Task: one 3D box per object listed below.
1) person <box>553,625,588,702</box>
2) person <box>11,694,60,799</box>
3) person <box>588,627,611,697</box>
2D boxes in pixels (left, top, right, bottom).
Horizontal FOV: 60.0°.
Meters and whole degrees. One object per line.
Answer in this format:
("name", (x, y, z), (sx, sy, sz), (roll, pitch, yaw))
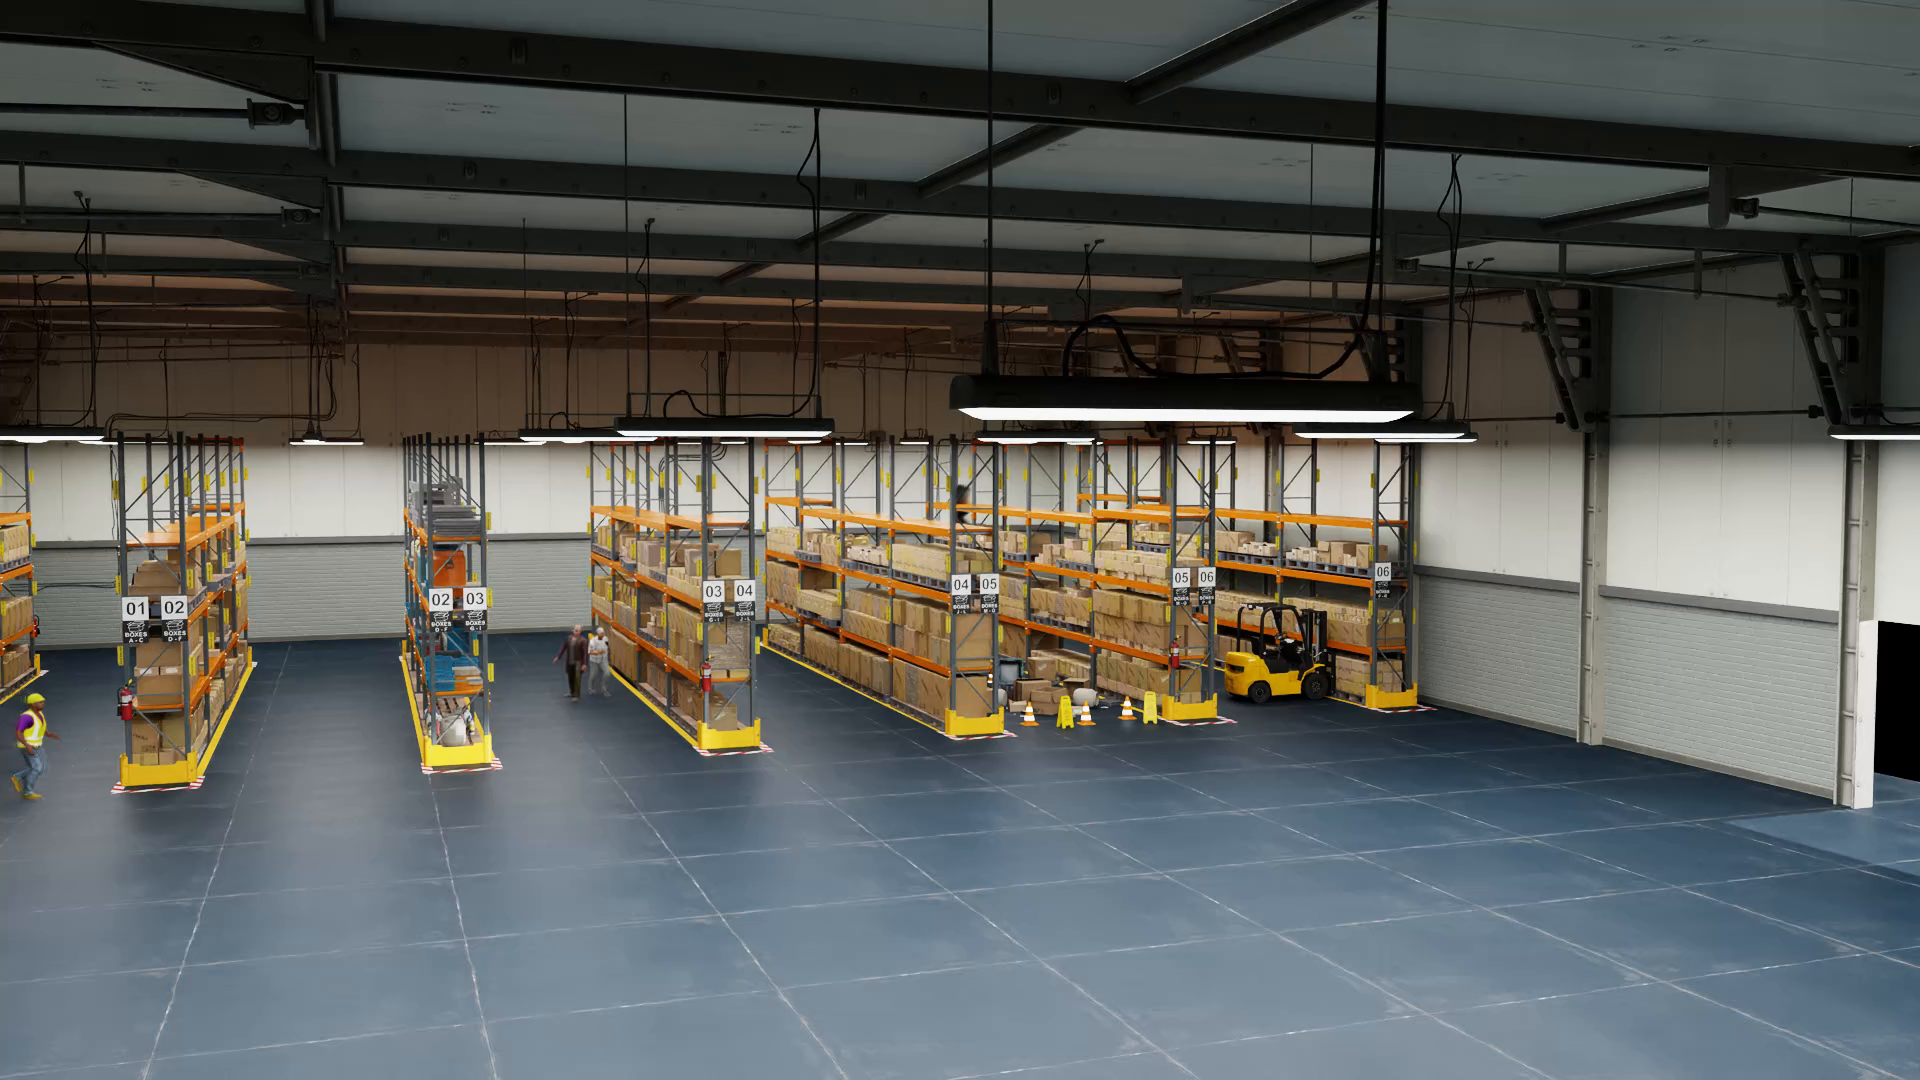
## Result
("person", (-8.760, 2.761, 37.449), (0.810, 1.718, 0.955), (1, 3, 14))
("person", (-15.172, 3.369, 27.162), (0.716, 1.727, 0.689), (0, 3, -5))
("person", (-8.306, 2.811, 38.280), (0.599, 1.626, 0.937), (-2, 4, -31))
